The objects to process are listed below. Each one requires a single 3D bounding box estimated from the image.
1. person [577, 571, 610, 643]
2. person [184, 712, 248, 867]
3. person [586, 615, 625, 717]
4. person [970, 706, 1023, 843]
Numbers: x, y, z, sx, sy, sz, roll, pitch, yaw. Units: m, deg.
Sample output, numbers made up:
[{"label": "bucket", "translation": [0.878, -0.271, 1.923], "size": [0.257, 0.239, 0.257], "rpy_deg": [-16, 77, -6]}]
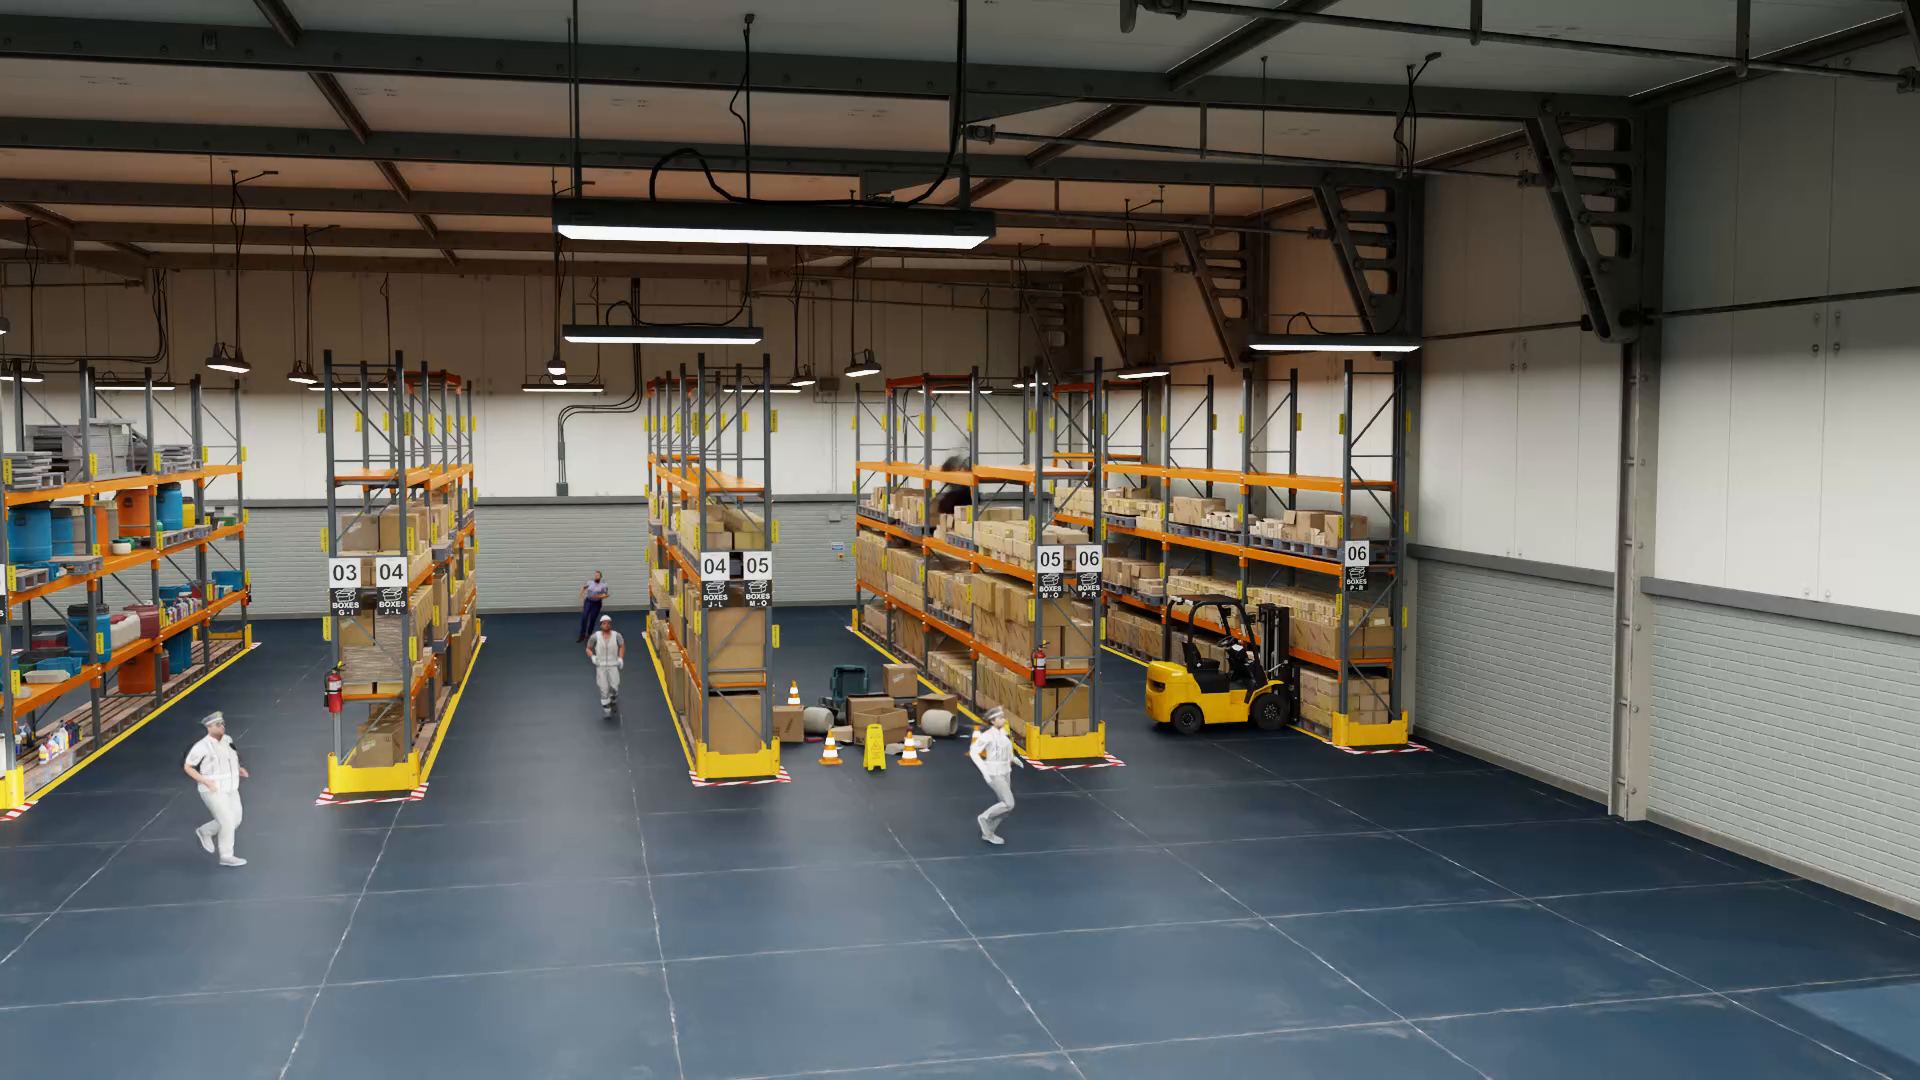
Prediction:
[{"label": "person", "translation": [-8.485, 1.525, 38.507], "size": [0.738, 1.641, 0.746], "rpy_deg": [-1, 4, -9]}, {"label": "person", "translation": [-8.461, 2.813, 18.916], "size": [0.779, 1.741, 0.672], "rpy_deg": [1, 4, 19]}, {"label": "person", "translation": [-6.035, 2.154, 28.344], "size": [0.661, 1.745, 0.586], "rpy_deg": [-1, 4, -15]}, {"label": "person", "translation": [0.489, 2.798, 19.814], "size": [0.542, 1.656, 0.615], "rpy_deg": [2, 5, 32]}]
